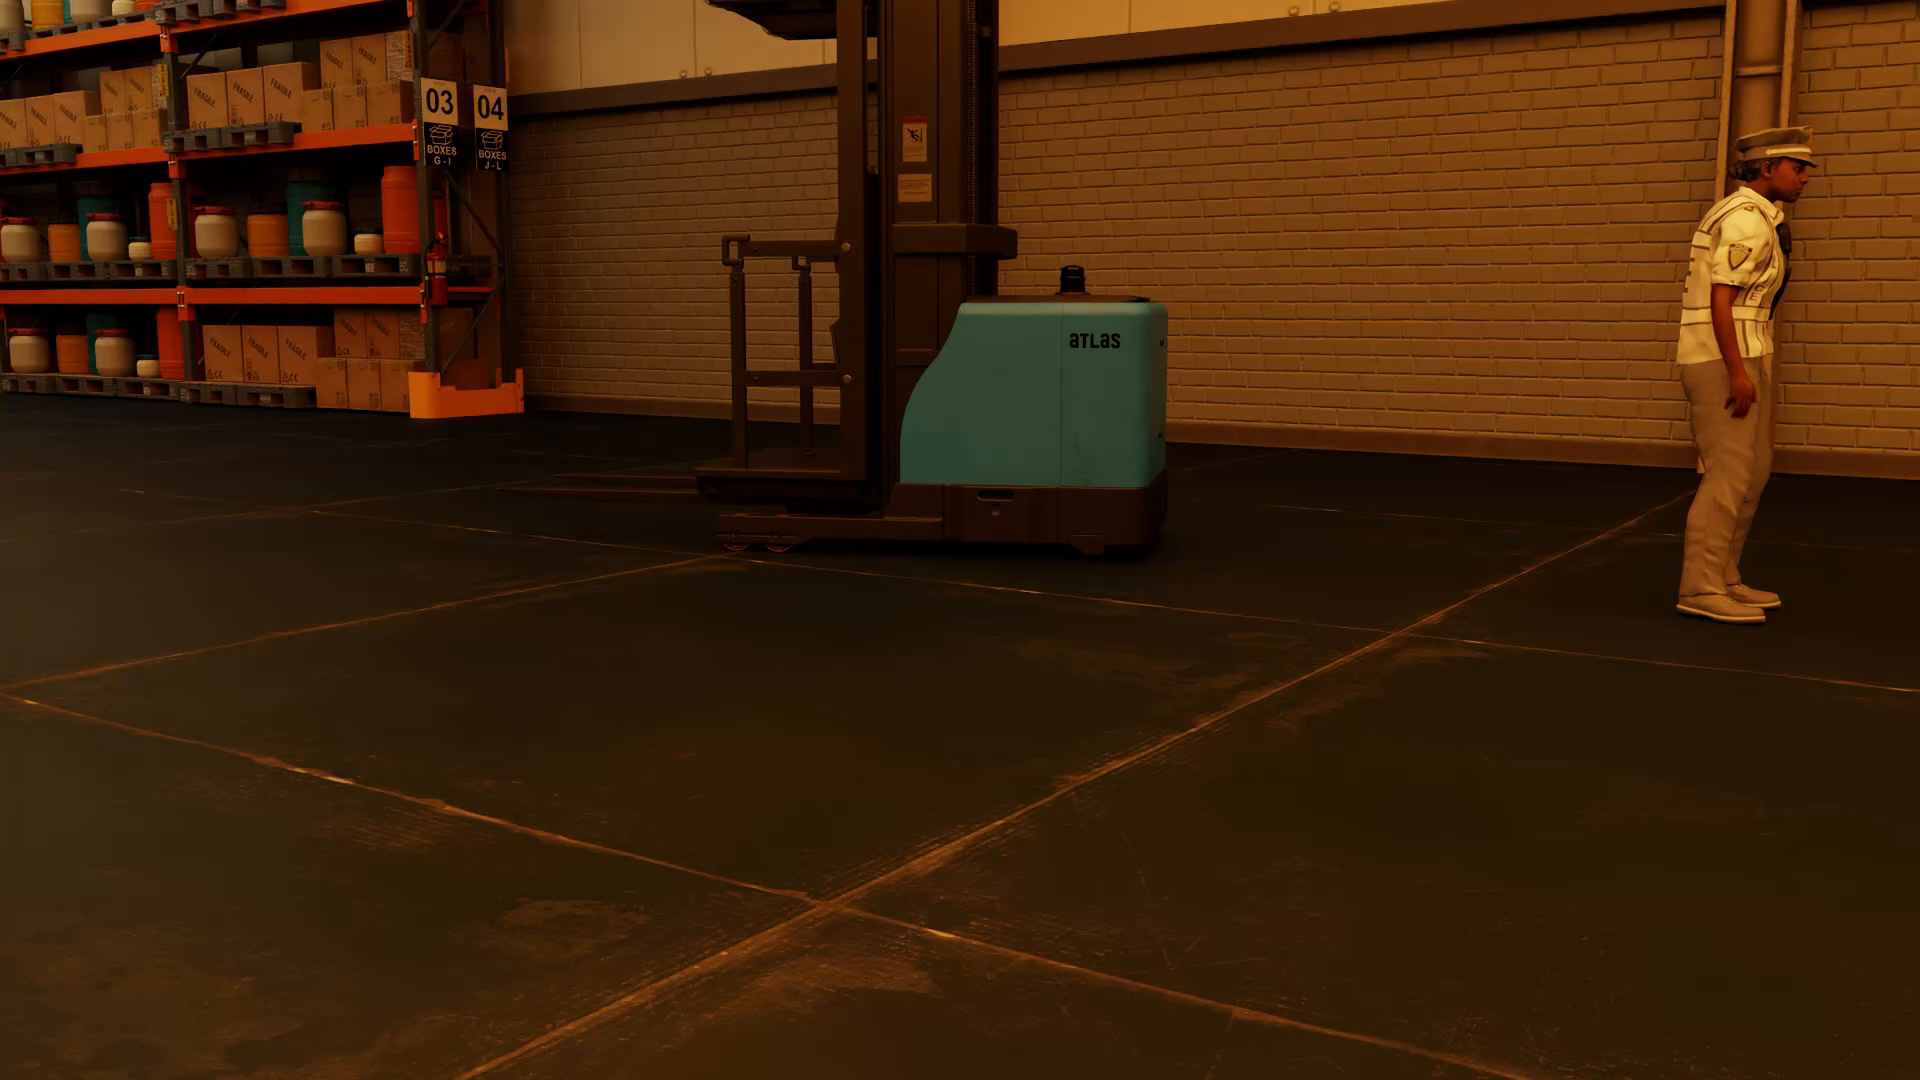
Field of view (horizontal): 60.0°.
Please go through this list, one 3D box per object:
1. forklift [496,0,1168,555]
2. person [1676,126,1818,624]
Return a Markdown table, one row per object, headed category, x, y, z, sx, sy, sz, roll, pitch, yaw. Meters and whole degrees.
| category | x | y | z | sx | sy | sz | roll | pitch | yaw |
| --- | --- | --- | --- | --- | --- | --- | --- | --- | --- |
| forklift | -0.596 | -1.469 | 7.520 | 3.031 | 2.935 | 1.130 | 2 | 8 | 12 |
| person | 2.686 | -0.573 | 5.740 | 0.396 | 1.661 | 0.525 | 5 | 10 | 33 |
